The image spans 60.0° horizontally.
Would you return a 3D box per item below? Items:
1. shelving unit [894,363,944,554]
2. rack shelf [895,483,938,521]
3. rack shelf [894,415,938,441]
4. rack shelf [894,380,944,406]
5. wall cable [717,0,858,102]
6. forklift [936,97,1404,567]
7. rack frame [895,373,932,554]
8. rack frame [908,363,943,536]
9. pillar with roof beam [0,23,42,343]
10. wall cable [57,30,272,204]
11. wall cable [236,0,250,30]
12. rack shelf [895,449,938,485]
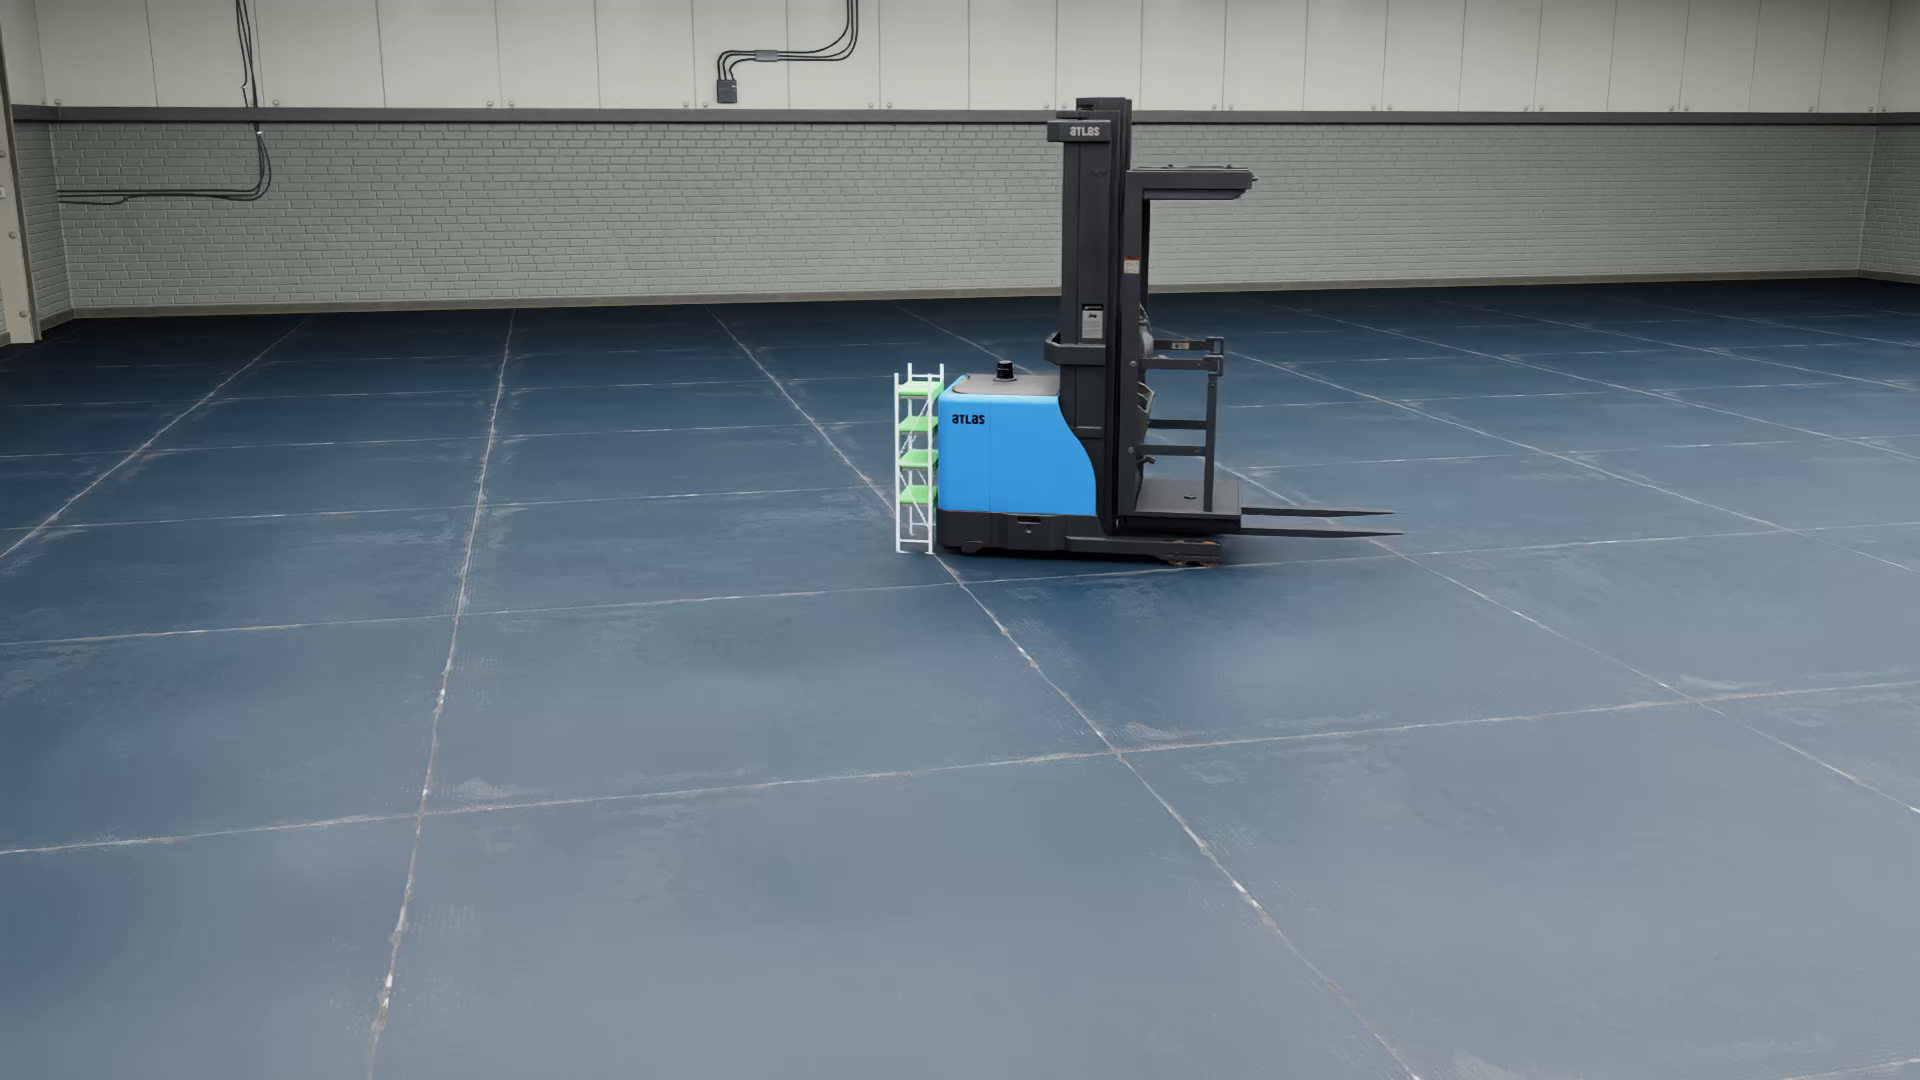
[{"bbox_3d":[-0.268,-0.554,11.165,0.258,1.200,0.503,2,14,8],"label":"shelving unit"},{"bbox_3d":[-0.268,-0.258,11.237,0.258,0.148,0.480,2,14,8],"label":"rack shelf"},{"bbox_3d":[-0.268,-0.725,11.123,0.258,0.148,0.480,2,14,8],"label":"rack shelf"},{"bbox_3d":[-0.268,-0.958,11.066,0.258,0.148,0.480,2,14,8],"label":"rack shelf"},{"bbox_3d":[-2.750,-9.976,26.132,2.305,6.003,0.169,-3,14,-13],"label":"wall cable"},{"bbox_3d":[1.404,-1.384,10.917,3.031,2.935,1.130,2,14,9],"label":"forklift"},{"bbox_3d":[-0.304,-0.496,10.930,0.240,1.200,0.015,2,14,8],"label":"rack frame"},{"bbox_3d":[-0.232,-0.611,11.399,0.240,1.200,0.015,2,14,8],"label":"rack frame"},{"bbox_3d":[-8.391,-7.285,22.283,9.100,9.000,0.400,-3,14,-13],"label":"pillar with roof beam"},{"bbox_3d":[-11.982,-6.290,24.753,3.097,2.526,0.112,-3,14,-13],"label":"wall cable"},{"bbox_3d":[-9.352,-8.894,24.771,3.097,2.526,0.112,-3,14,-13],"label":"wall cable"},{"bbox_3d":[-0.268,-0.491,11.180,0.258,0.148,0.480,2,14,8],"label":"rack shelf"}]
